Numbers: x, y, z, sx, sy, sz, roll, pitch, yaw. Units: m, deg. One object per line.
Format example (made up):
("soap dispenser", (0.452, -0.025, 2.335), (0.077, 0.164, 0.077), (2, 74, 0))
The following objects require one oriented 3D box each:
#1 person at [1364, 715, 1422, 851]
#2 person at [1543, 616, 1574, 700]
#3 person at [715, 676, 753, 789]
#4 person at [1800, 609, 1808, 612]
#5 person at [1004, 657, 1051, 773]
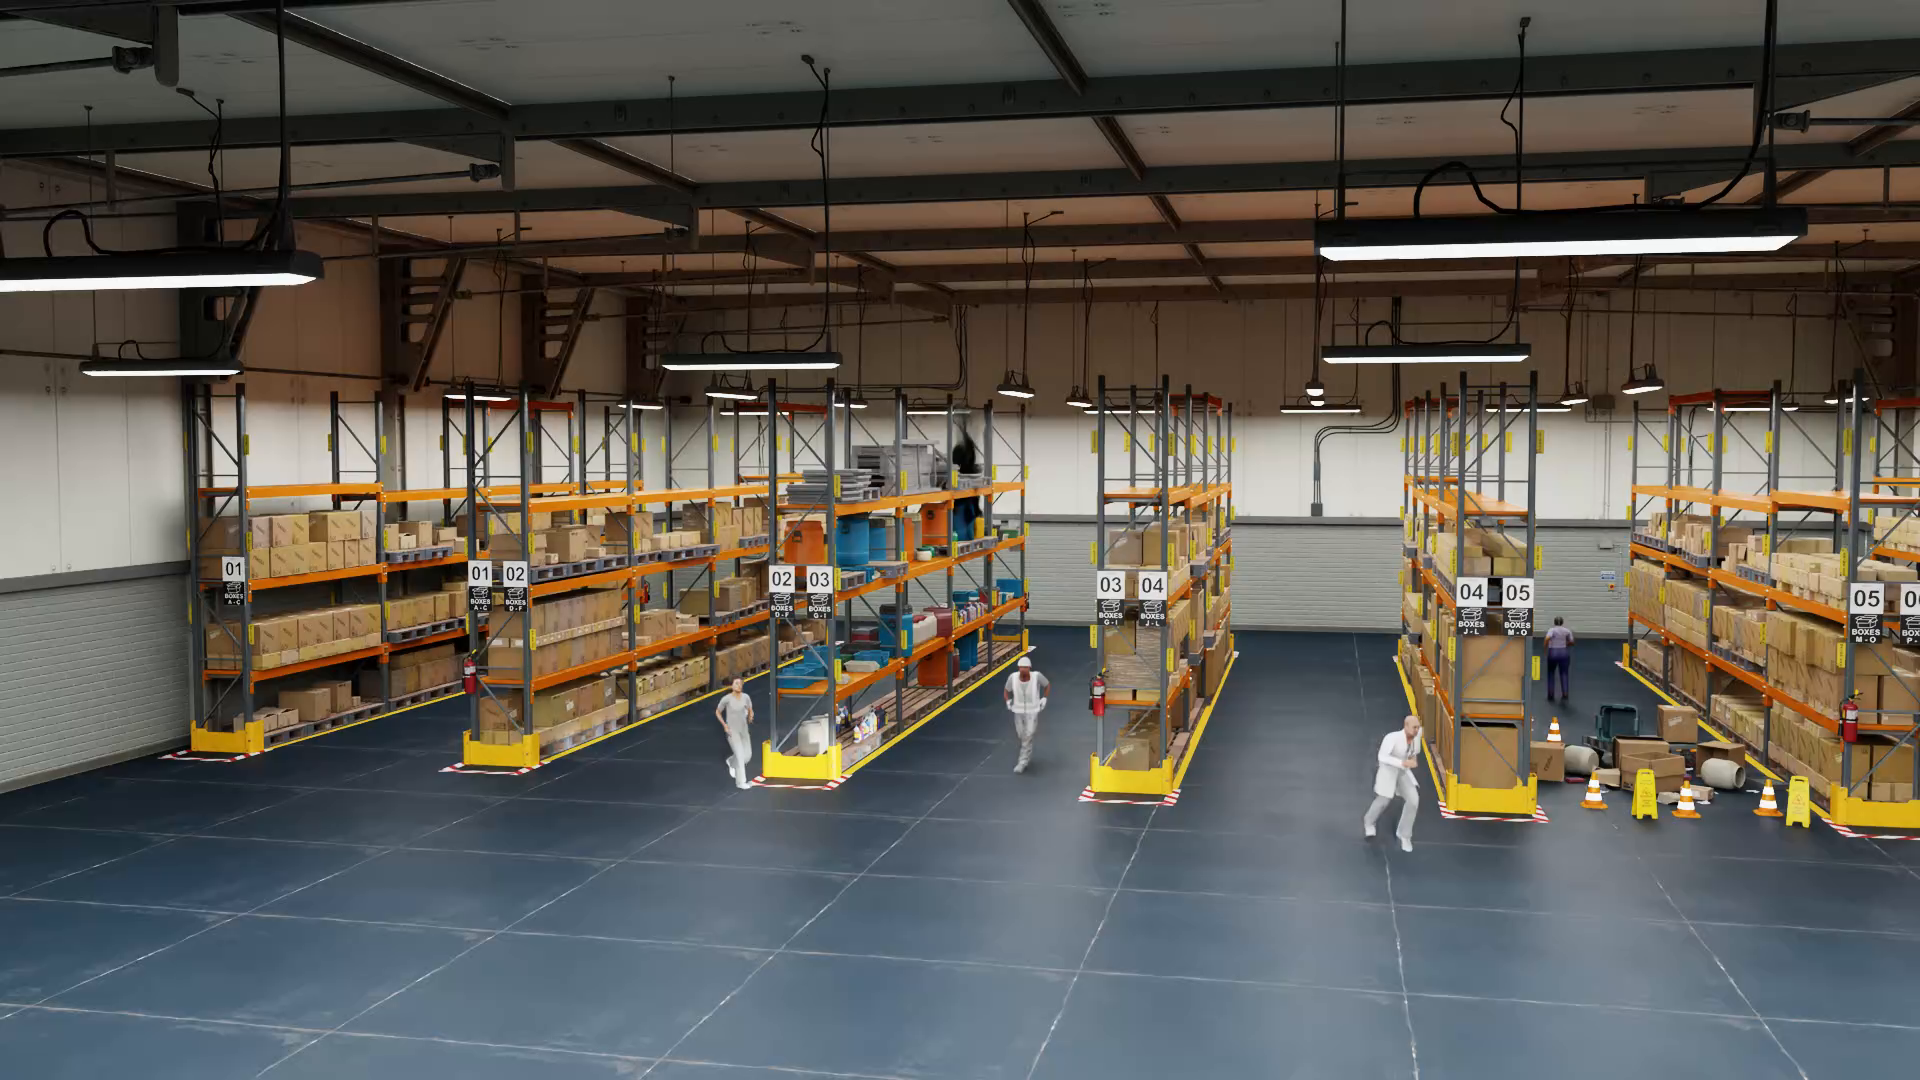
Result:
("person", (5.424, 3.003, 20.792), (0.751, 1.737, 1.070), (-1, 4, -23))
("person", (11.677, 2.341, 32.458), (0.616, 1.725, 0.751), (0, 3, 8))
("person", (-3.286, 2.792, 24.294), (0.563, 1.632, 0.697), (-2, 4, -34))
("person", (16.997, 2.219, 33.564), (0.747, 1.725, 0.598), (0, 3, -1))
("person", (1.037, 2.654, 25.681), (0.715, 1.733, 1.091), (1, 3, 10))
